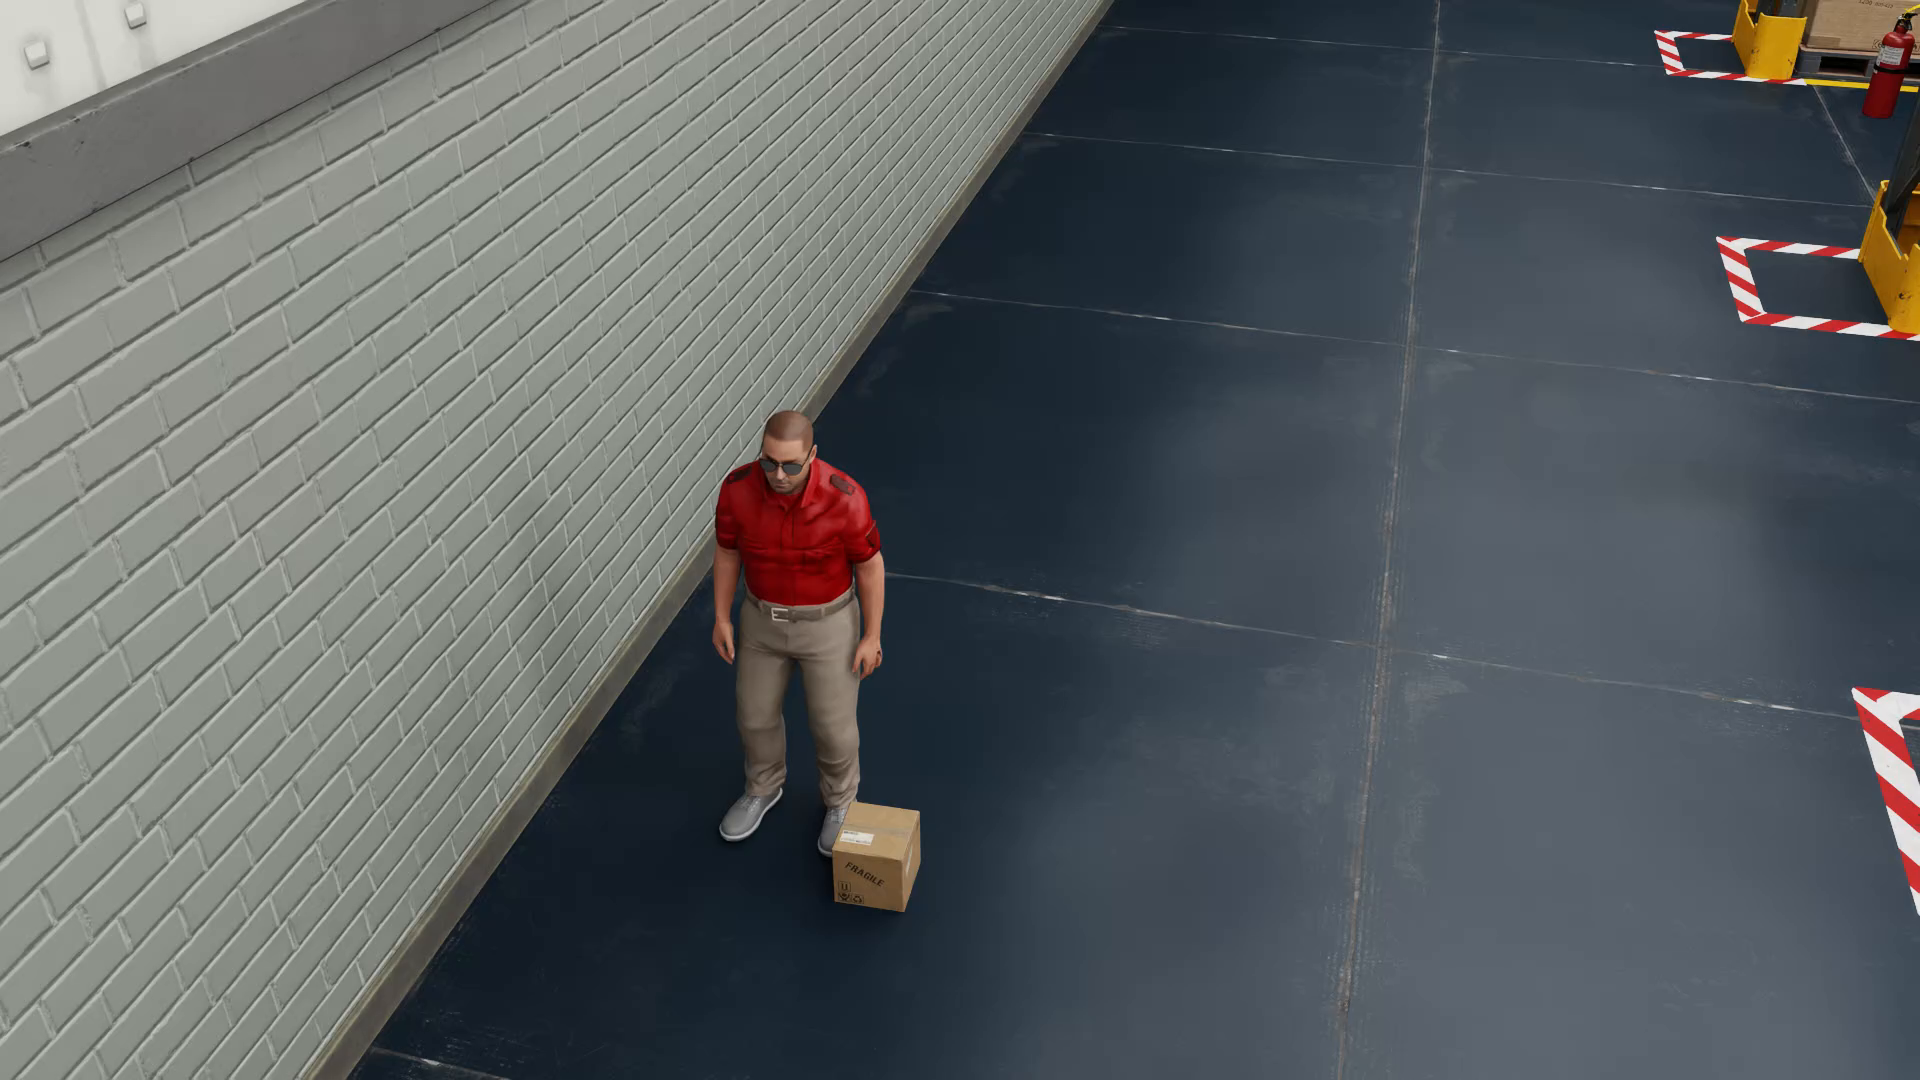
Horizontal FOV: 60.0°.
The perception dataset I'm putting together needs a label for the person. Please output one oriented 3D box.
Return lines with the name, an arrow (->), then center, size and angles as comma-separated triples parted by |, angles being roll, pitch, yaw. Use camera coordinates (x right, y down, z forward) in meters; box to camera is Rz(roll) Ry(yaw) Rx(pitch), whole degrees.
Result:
person -> -0.557, 0.304, 5.675 | 0.606, 1.727, 0.389 | 6, 33, 10
